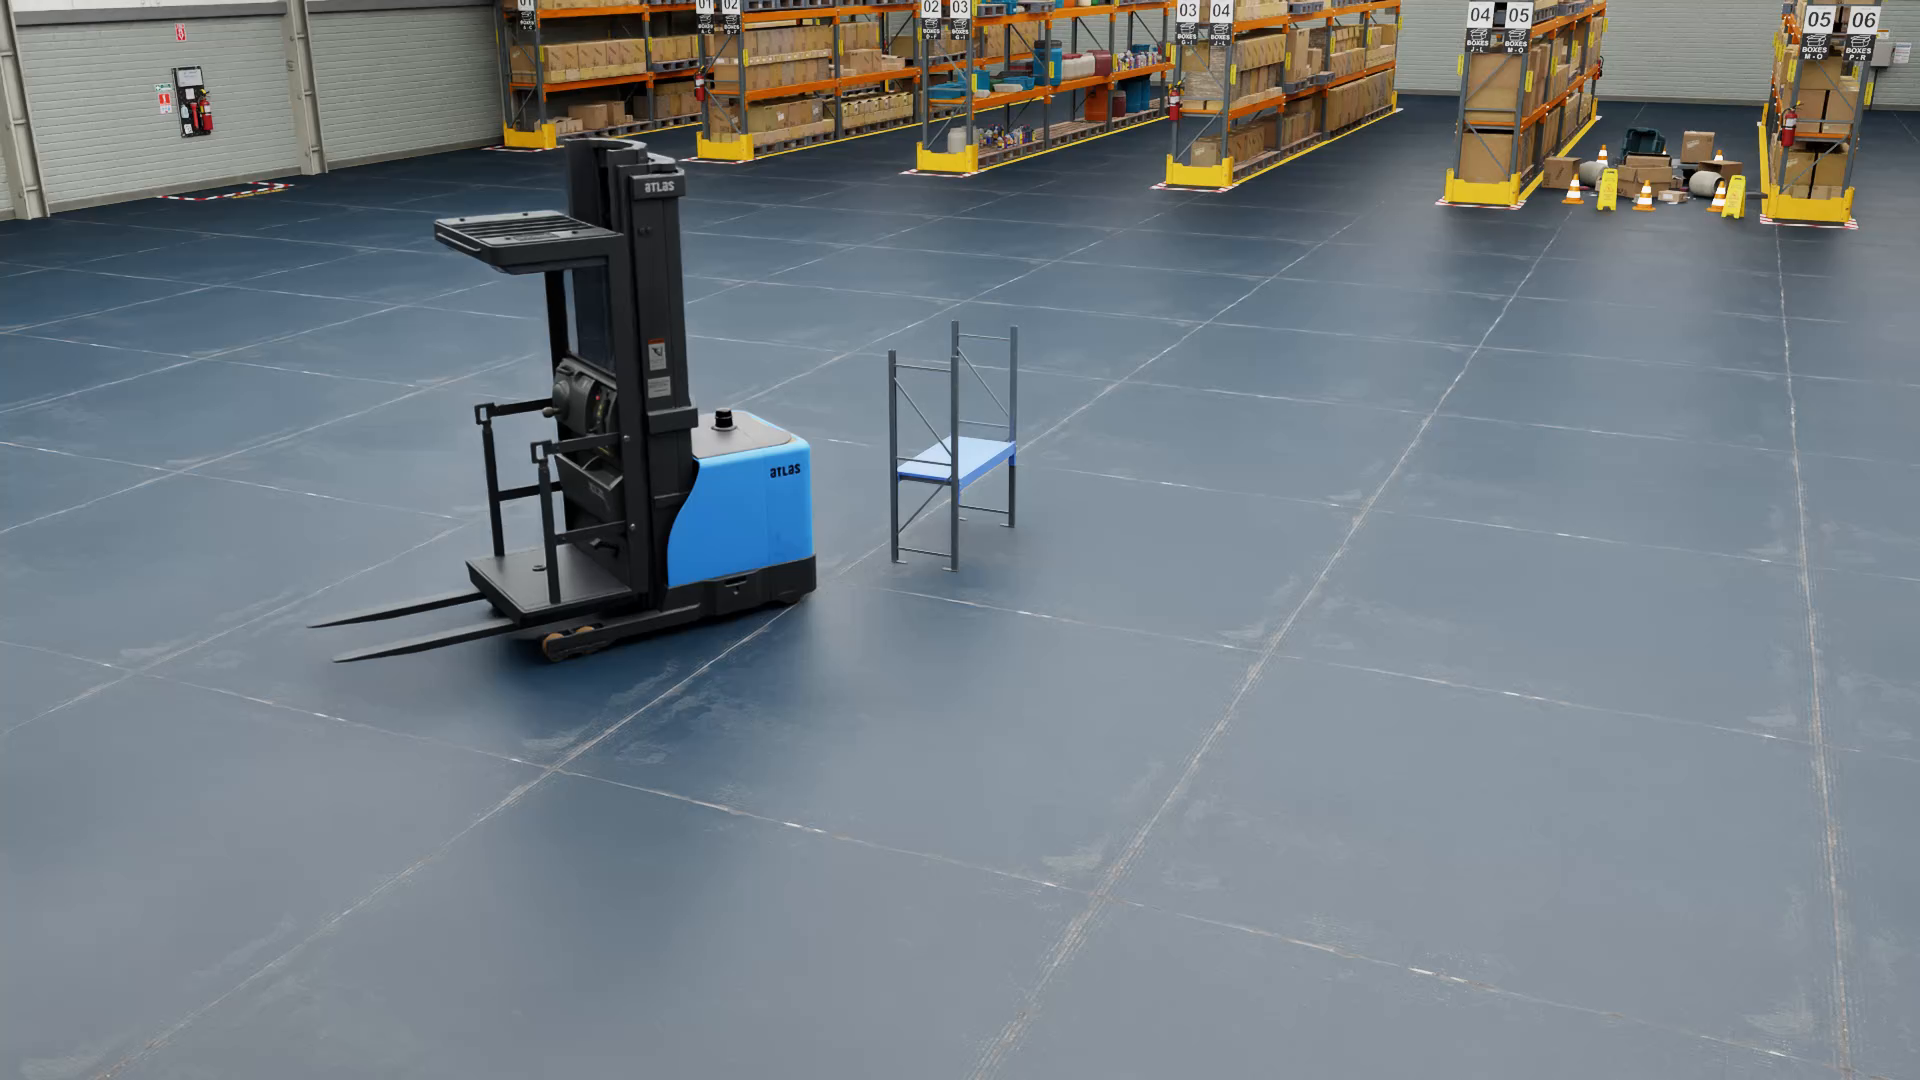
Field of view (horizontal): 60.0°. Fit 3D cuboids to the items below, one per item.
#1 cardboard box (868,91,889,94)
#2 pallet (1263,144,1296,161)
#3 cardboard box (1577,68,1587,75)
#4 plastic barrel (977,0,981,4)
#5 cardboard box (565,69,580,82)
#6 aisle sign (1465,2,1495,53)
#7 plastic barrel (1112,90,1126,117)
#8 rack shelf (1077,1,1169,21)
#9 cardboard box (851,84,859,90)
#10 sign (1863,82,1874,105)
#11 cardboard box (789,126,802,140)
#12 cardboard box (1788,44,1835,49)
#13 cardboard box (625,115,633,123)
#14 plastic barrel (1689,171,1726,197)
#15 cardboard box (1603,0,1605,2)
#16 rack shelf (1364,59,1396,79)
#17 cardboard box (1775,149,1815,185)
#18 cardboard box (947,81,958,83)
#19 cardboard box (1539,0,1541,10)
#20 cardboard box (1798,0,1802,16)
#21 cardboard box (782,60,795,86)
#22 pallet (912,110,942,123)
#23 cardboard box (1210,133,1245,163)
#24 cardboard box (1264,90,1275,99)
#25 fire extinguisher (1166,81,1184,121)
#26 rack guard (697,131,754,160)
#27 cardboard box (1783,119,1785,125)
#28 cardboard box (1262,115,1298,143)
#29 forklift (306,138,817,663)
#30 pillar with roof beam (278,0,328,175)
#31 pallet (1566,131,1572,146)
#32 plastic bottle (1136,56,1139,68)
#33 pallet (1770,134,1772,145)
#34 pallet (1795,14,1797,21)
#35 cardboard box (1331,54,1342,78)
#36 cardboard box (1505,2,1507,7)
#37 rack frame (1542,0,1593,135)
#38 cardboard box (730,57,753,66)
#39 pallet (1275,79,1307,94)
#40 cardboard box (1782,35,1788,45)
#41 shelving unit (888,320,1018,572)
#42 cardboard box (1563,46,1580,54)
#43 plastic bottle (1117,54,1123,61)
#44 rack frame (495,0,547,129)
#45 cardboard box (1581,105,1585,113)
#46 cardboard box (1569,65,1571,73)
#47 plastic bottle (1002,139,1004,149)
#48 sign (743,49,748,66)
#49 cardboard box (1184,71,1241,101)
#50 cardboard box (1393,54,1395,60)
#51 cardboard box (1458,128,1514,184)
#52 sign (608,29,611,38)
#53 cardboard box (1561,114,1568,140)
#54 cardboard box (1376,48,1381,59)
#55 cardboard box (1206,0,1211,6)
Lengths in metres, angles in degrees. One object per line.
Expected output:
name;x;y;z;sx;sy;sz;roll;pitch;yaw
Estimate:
cardboard box;-1.957;-10.674;40.146;0.500;0.311;0.500;9;22;25
pallet;6.241;-7.968;34.060;1.003;0.211;1.213;9;21;23
cardboard box;14.097;-10.702;37.958;0.380;0.149;0.250;9;22;25
plastic barrel;0.118;-10.567;31.820;0.600;0.588;0.600;0;20;0
cardboard box;-8.583;-10.065;35.989;0.500;0.250;0.500;8;21;21
aisle sign;8.466;-8.354;27.103;0.394;0.787;0.004;9;21;23
plastic barrel;3.690;-10.505;40.004;0.600;0.588;0.708;9;21;23
rack shelf;3.862;-12.632;39.609;1.077;0.370;4.000;9;21;23
cardboard box;-3.325;-13.237;47.817;0.700;0.500;0.500;8;21;21
sign;13.821;-6.795;25.307;0.100;0.325;0.005;9;21;23
cardboard box;-3.713;-8.676;35.364;0.500;0.250;0.500;9;21;23
cardboard box;14.586;-8.238;28.571;0.700;0.500;0.500;8;21;22
cardboard box;-7.825;-9.788;38.586;0.380;0.166;0.250;6;20;16
plastic barrel;12.791;-6.087;28.452;0.421;0.421;0.512;-9;22;-24
cardboard box;15.174;-13.011;39.825;0.500;0.250;0.500;9;21;23
rack shelf;10.018;-11.762;41.639;1.077;0.370;4.000;9;21;23
cardboard box;13.417;-5.998;26.715;0.500;0.500;0.500;9;21;23
cardboard box;-0.257;-11.765;43.648;0.500;0.500;0.500;8;21;20
cardboard box;9.409;-8.865;27.542;0.380;0.149;0.250;9;21;23
cardboard box;14.115;-8.760;27.427;0.500;0.250;0.500;9;21;23
cardboard box;-3.917;-9.843;35.021;0.700;0.500;0.500;9;22;24
pallet;-1.135;-10.536;41.281;1.003;0.211;1.213;9;21;23
cardboard box;5.043;-7.406;31.421;0.500;0.500;0.500;11;22;28
cardboard box;5.835;-8.585;32.006;0.380;0.149;0.250;9;21;23
fire extinguisher;3.818;-7.813;29.577;0.296;0.674;0.183;9;21;23
rack guard;-4.761;-7.997;33.708;1.175;0.500;0.348;9;21;23
cardboard box;13.489;-6.738;26.813;0.380;0.149;0.250;9;21;24
cardboard box;6.636;-8.573;34.671;0.700;0.500;0.500;7;21;18
forklift;-2.449;-0.857;10.004;3.031;2.935;1.130;-12;23;-31
pillar with roof beam;-8.304;-10.595;28.330;9.100;9.000;0.400;9;21;23
pallet;12.867;-8.852;36.544;1.003;0.211;1.213;9;21;23
plastic bottle;4.255;-11.495;39.988;0.061;0.283;0.133;9;21;23
pallet;17.993;-8.570;35.751;1.003;0.211;1.213;9;21;23
pallet;15.314;-9.183;29.118;1.213;0.211;1.003;9;21;23
cardboard box;8.218;-10.583;37.102;0.500;0.500;0.500;8;21;21
cardboard box;9.221;-9.264;28.664;0.380;0.149;0.250;9;21;23
rack frame;13.683;-10.778;37.799;1.000;3.000;0.127;9;21;23
cardboard box;-4.394;-9.625;33.439;0.380;0.149;0.250;8;21;22
pallet;6.369;-9.167;33.556;1.003;0.211;1.213;9;21;23
cardboard box;17.407;-10.241;34.646;0.500;0.500;0.500;8;21;21
shelving unit;-0.035;-0.681;11.644;0.538;1.500;1.048;9;21;23
cardboard box;13.587;-10.906;37.019;0.380;0.149;0.250;8;21;21
plastic bottle;3.903;-11.718;40.626;0.152;0.276;0.135;9;21;23
rack frame;-9.272;-9.860;35.218;1.000;3.000;0.127;9;21;23
cardboard box;14.620;-10.240;39.471;0.380;0.149;0.250;8;21;22
cardboard box;12.848;-10.073;35.564;0.380;0.149;0.250;9;22;24
plastic bottle;0.836;-7.933;33.318;0.097;0.201;0.097;0;20;0
sign;-4.247;-9.549;32.932;0.100;0.325;0.005;9;21;23
cardboard box;4.536;-8.173;29.880;0.875;0.500;0.500;9;21;23
cardboard box;10.992;-12.440;42.847;0.380;0.149;0.250;9;21;24
cardboard box;8.986;-6.523;28.378;0.875;0.875;0.875;9;21;23
sign;-8.141;-11.704;38.673;0.100;0.325;0.005;9;21;23
cardboard box;12.567;-8.757;35.219;0.500;0.500;0.500;8;21;20
cardboard box;10.046;-11.977;40.951;0.500;0.250;0.500;9;22;24
cardboard box;4.328;-9.543;29.478;0.380;0.149;0.250;8;21;21
